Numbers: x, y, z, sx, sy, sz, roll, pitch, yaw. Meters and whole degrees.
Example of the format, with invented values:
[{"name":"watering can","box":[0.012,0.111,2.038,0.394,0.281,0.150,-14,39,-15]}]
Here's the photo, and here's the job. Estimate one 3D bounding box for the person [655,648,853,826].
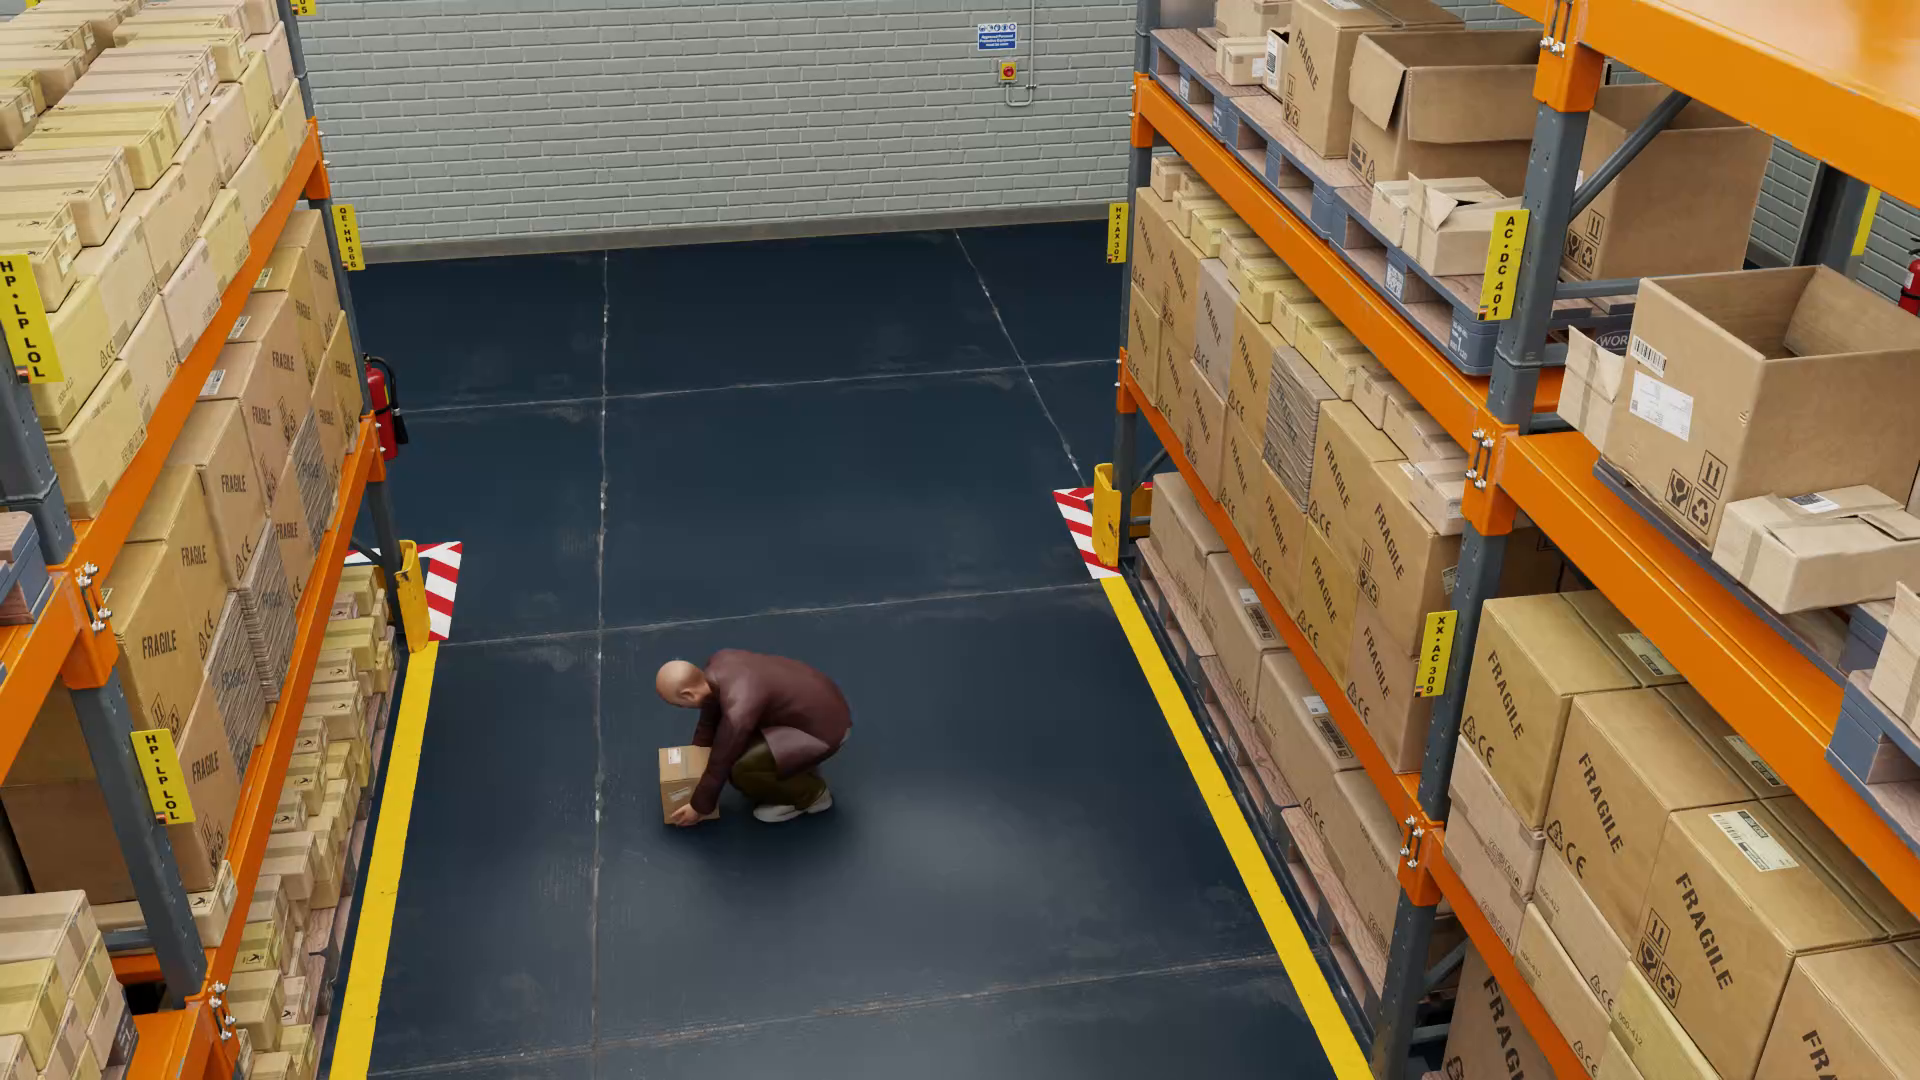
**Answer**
[{"name":"person","box":[-0.928,0.867,7.640,0.873,0.898,0.589,-5,31,-9]}]
